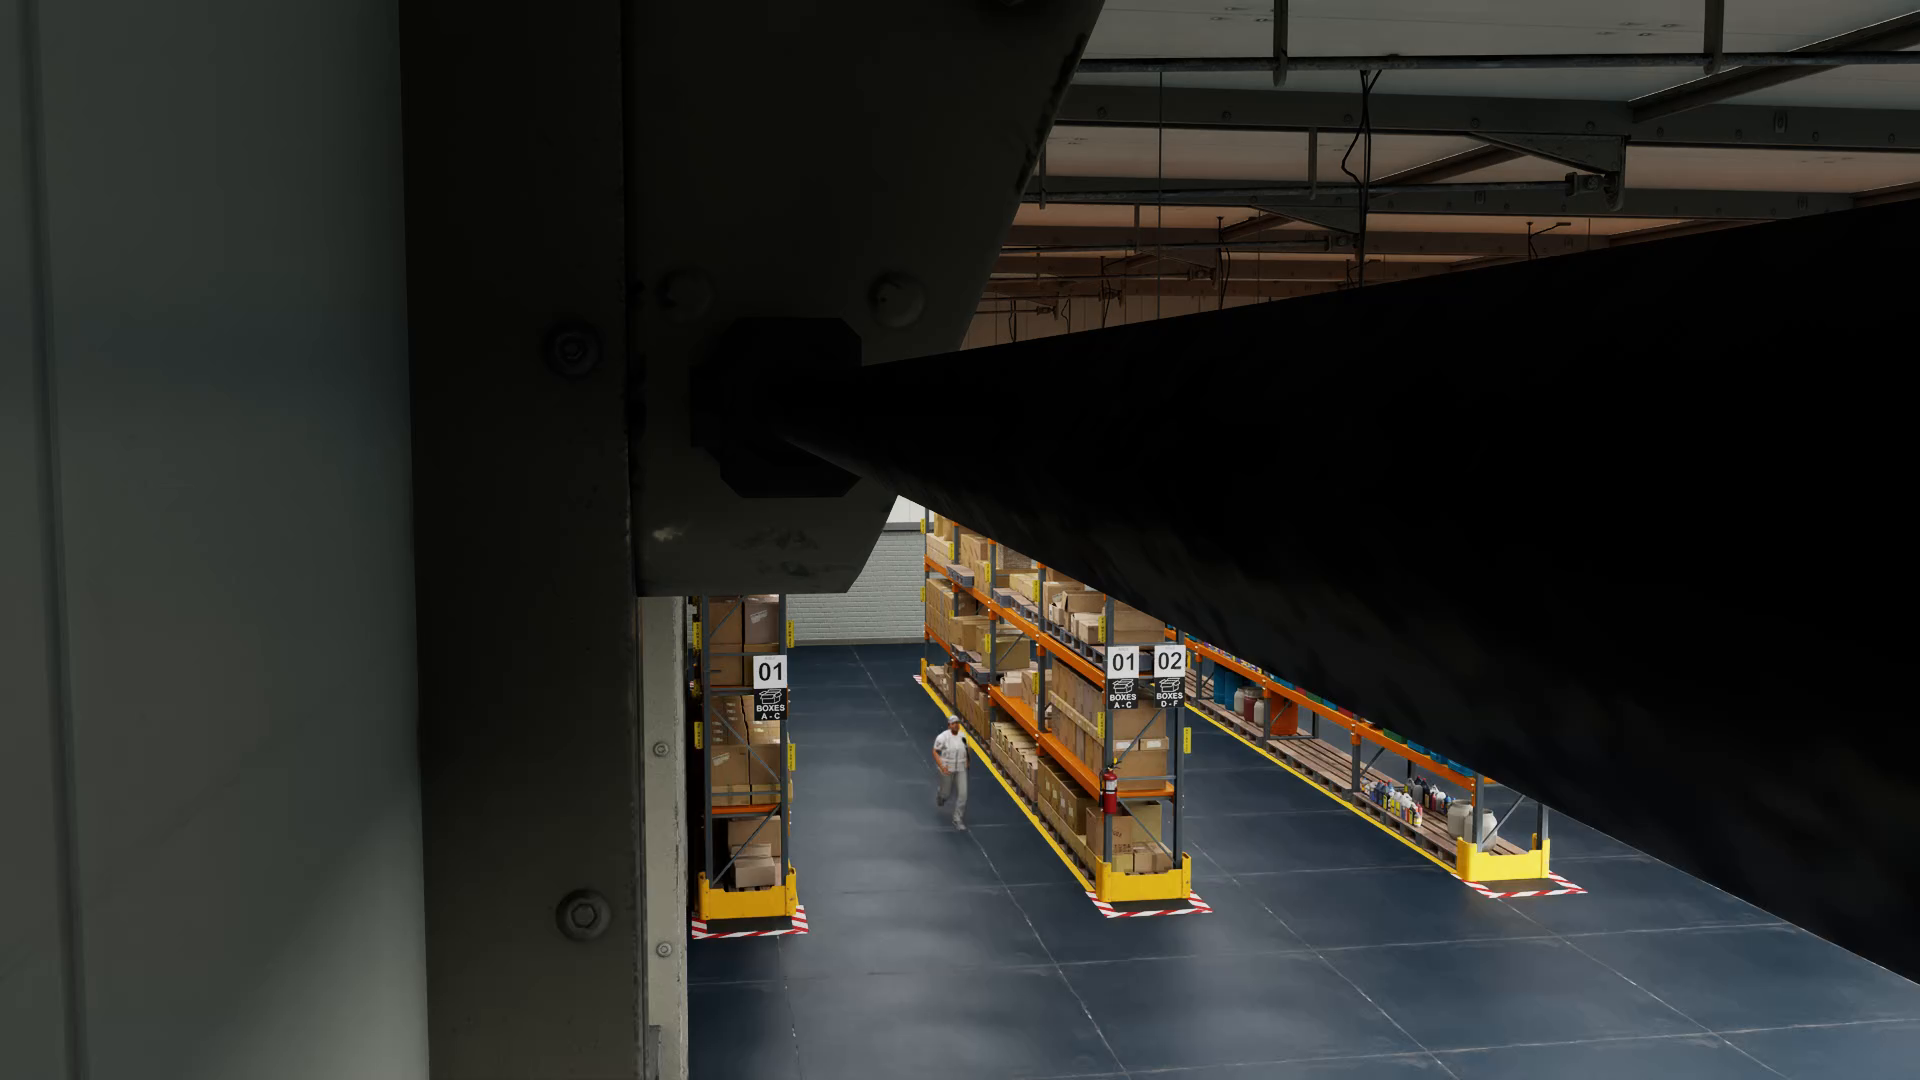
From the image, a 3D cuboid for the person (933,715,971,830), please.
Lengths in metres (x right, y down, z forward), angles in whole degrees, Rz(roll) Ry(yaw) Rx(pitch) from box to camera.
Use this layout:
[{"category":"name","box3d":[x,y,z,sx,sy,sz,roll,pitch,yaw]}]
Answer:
[{"category":"person","box3d":[-0.105,3.390,24.500,0.605,1.643,0.814,-1,5,-14]}]
